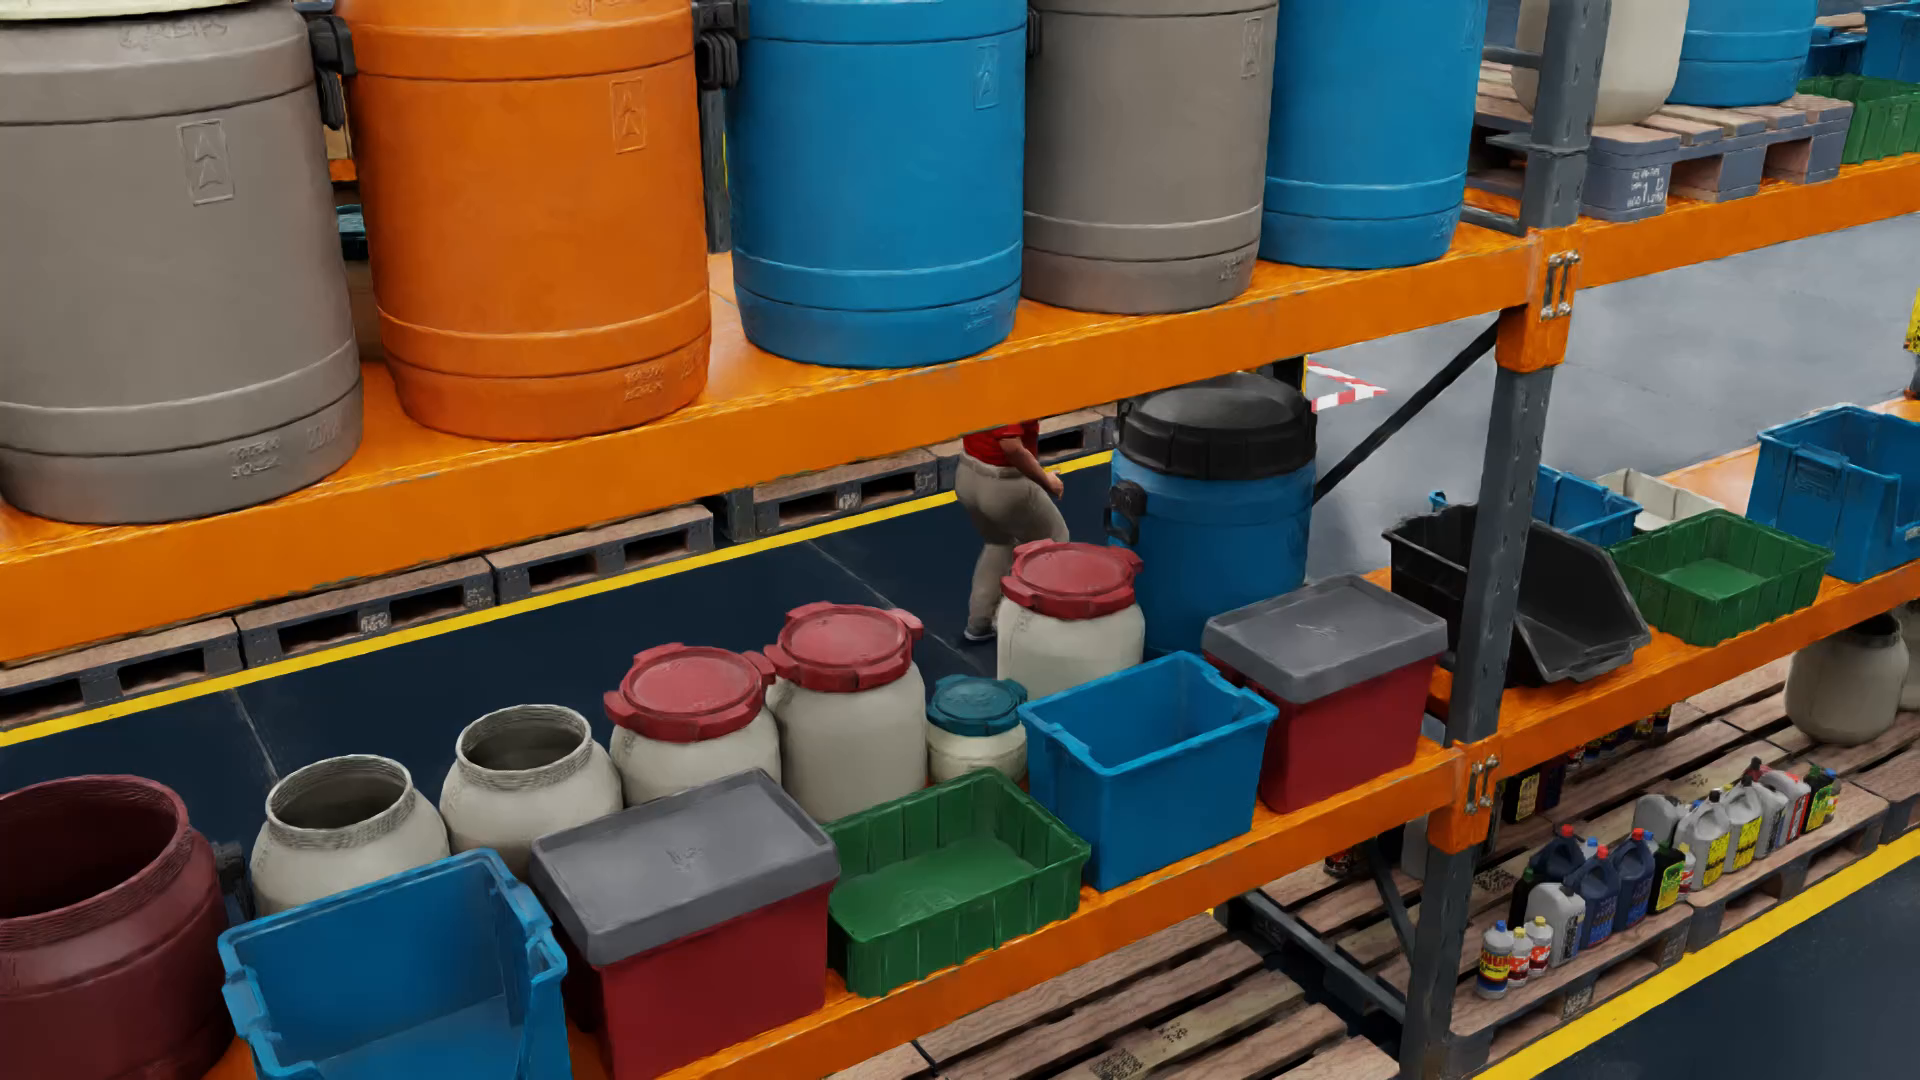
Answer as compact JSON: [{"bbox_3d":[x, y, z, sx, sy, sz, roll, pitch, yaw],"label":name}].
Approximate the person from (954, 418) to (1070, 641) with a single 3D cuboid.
[{"bbox_3d":[0.204,-0.272,7.755,0.512,1.702,0.722,-18,31,-34],"label":"person"}]
